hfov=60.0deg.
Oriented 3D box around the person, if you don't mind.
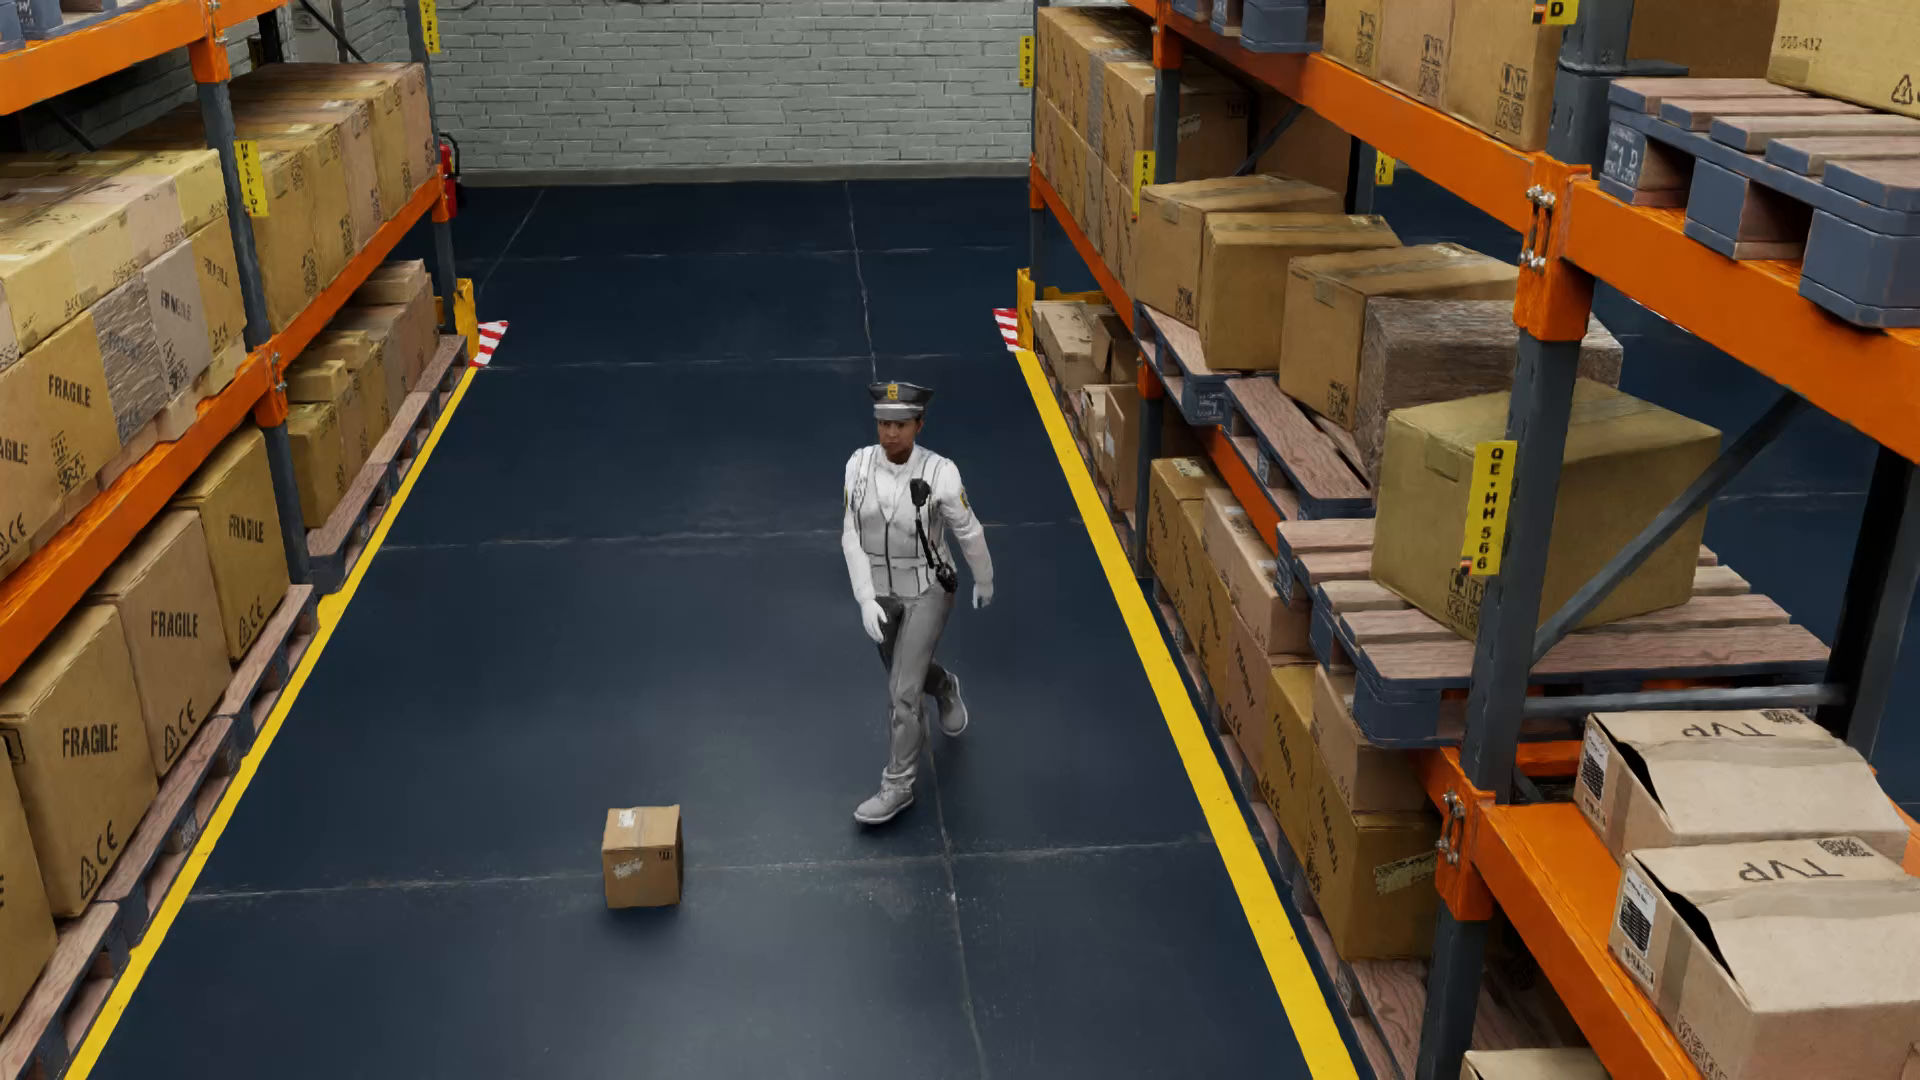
[{"bbox_3d":[-0.165,0.160,6.216,0.498,1.646,0.920,11,26,22],"label":"person"}]
